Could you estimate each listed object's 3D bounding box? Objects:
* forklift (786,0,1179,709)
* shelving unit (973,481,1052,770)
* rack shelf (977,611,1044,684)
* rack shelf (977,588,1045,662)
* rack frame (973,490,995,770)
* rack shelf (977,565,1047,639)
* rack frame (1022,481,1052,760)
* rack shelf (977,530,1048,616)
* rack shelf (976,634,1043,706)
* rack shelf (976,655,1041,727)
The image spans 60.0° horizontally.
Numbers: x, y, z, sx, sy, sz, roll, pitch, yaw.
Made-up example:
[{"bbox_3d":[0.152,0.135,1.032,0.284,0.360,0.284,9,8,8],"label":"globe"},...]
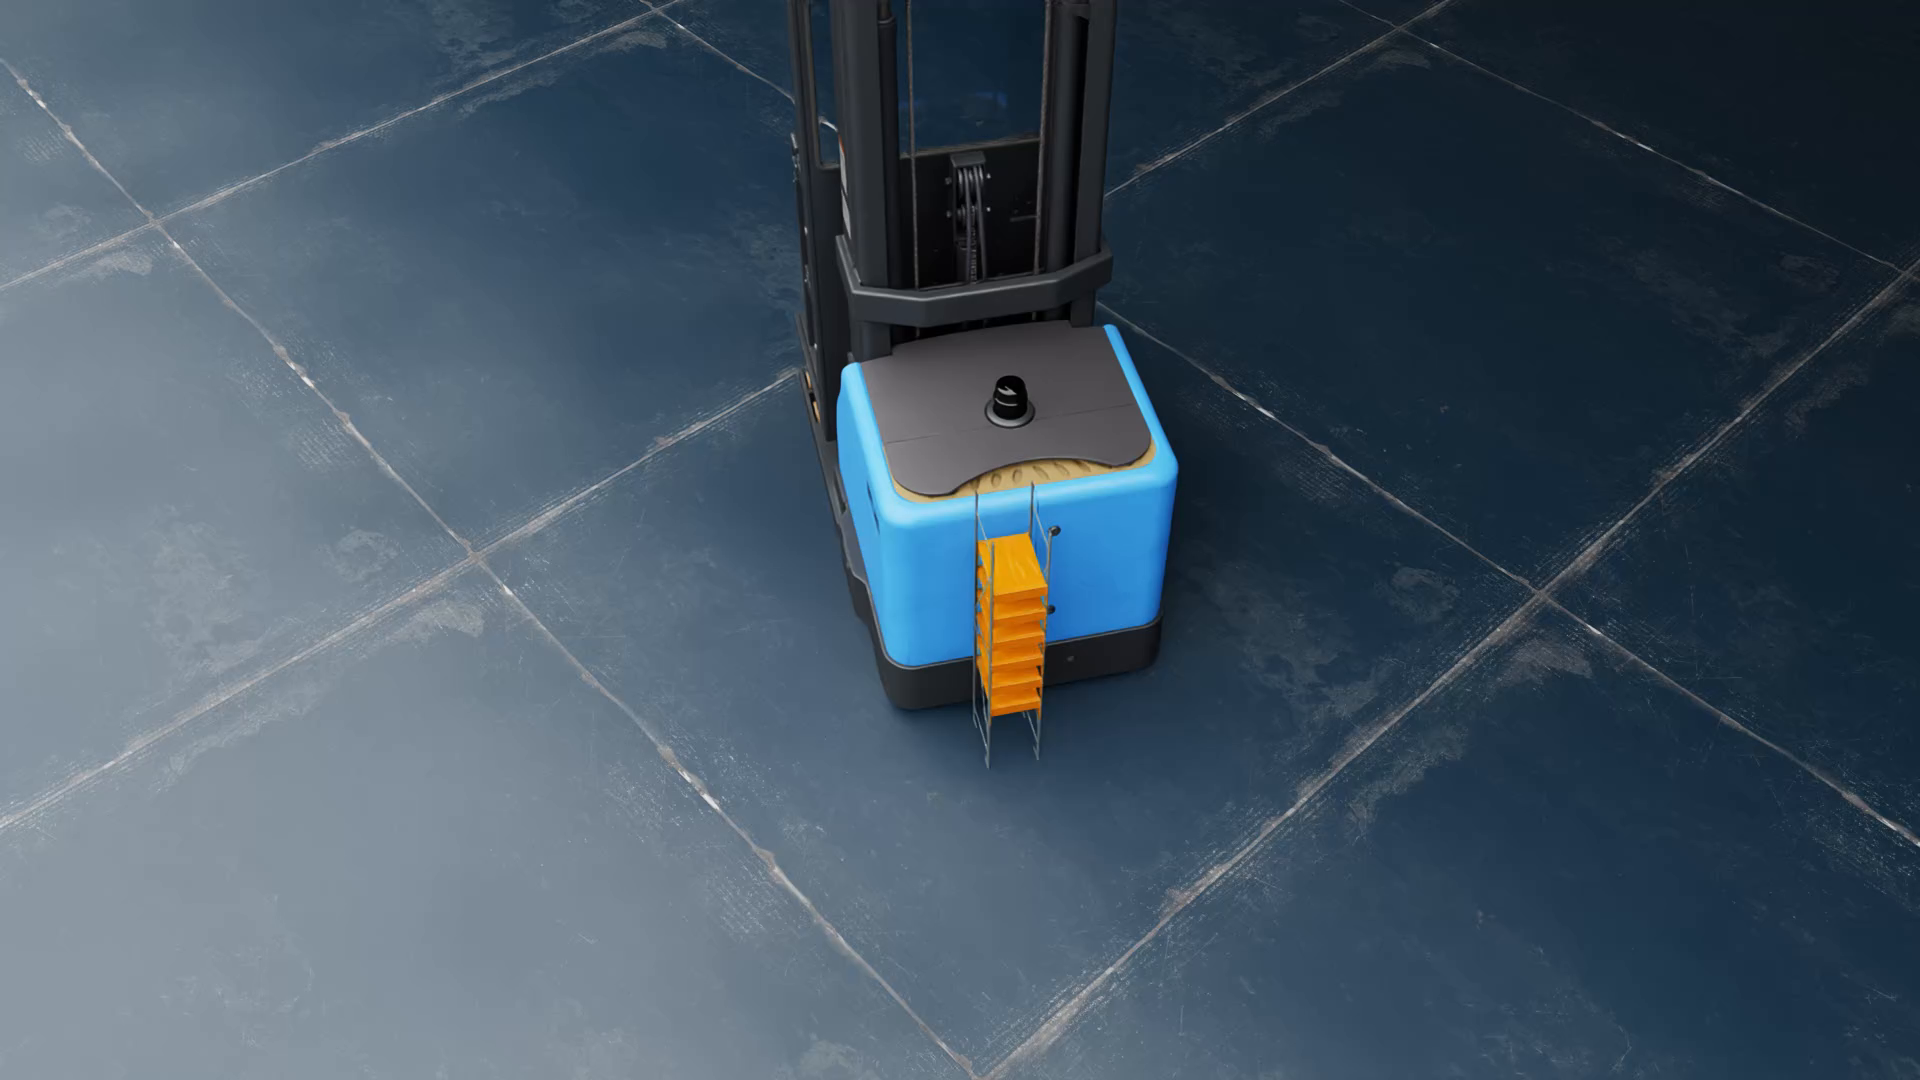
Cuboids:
[{"bbox_3d":[-0.080,-1.480,6.122,1.130,2.935,3.031,-10,48,-9],"label":"forklift"},{"bbox_3d":[0.166,0.319,5.639,0.189,1.200,0.258,-10,48,-9],"label":"shelving unit"},{"bbox_3d":[0.166,0.349,5.671,0.180,0.103,0.258,-10,48,-9],"label":"rack shelf"},{"bbox_3d":[0.166,0.268,5.583,0.180,0.103,0.258,-10,48,-9],"label":"rack shelf"},{"bbox_3d":[0.077,0.334,5.625,0.006,1.200,0.240,-10,48,-9],"label":"rack frame"},{"bbox_3d":[0.166,0.187,5.495,0.180,0.103,0.258,-10,48,-9],"label":"rack shelf"},{"bbox_3d":[0.255,0.304,5.653,0.006,1.200,0.240,-10,48,-9],"label":"rack frame"},{"bbox_3d":[0.166,0.106,5.406,0.180,0.103,0.258,-10,48,-9],"label":"rack shelf"},{"bbox_3d":[0.166,0.431,5.760,0.180,0.103,0.258,-10,48,-9],"label":"rack shelf"},{"bbox_3d":[0.166,0.512,5.848,0.180,0.103,0.258,-10,48,-9],"label":"rack shelf"}]
